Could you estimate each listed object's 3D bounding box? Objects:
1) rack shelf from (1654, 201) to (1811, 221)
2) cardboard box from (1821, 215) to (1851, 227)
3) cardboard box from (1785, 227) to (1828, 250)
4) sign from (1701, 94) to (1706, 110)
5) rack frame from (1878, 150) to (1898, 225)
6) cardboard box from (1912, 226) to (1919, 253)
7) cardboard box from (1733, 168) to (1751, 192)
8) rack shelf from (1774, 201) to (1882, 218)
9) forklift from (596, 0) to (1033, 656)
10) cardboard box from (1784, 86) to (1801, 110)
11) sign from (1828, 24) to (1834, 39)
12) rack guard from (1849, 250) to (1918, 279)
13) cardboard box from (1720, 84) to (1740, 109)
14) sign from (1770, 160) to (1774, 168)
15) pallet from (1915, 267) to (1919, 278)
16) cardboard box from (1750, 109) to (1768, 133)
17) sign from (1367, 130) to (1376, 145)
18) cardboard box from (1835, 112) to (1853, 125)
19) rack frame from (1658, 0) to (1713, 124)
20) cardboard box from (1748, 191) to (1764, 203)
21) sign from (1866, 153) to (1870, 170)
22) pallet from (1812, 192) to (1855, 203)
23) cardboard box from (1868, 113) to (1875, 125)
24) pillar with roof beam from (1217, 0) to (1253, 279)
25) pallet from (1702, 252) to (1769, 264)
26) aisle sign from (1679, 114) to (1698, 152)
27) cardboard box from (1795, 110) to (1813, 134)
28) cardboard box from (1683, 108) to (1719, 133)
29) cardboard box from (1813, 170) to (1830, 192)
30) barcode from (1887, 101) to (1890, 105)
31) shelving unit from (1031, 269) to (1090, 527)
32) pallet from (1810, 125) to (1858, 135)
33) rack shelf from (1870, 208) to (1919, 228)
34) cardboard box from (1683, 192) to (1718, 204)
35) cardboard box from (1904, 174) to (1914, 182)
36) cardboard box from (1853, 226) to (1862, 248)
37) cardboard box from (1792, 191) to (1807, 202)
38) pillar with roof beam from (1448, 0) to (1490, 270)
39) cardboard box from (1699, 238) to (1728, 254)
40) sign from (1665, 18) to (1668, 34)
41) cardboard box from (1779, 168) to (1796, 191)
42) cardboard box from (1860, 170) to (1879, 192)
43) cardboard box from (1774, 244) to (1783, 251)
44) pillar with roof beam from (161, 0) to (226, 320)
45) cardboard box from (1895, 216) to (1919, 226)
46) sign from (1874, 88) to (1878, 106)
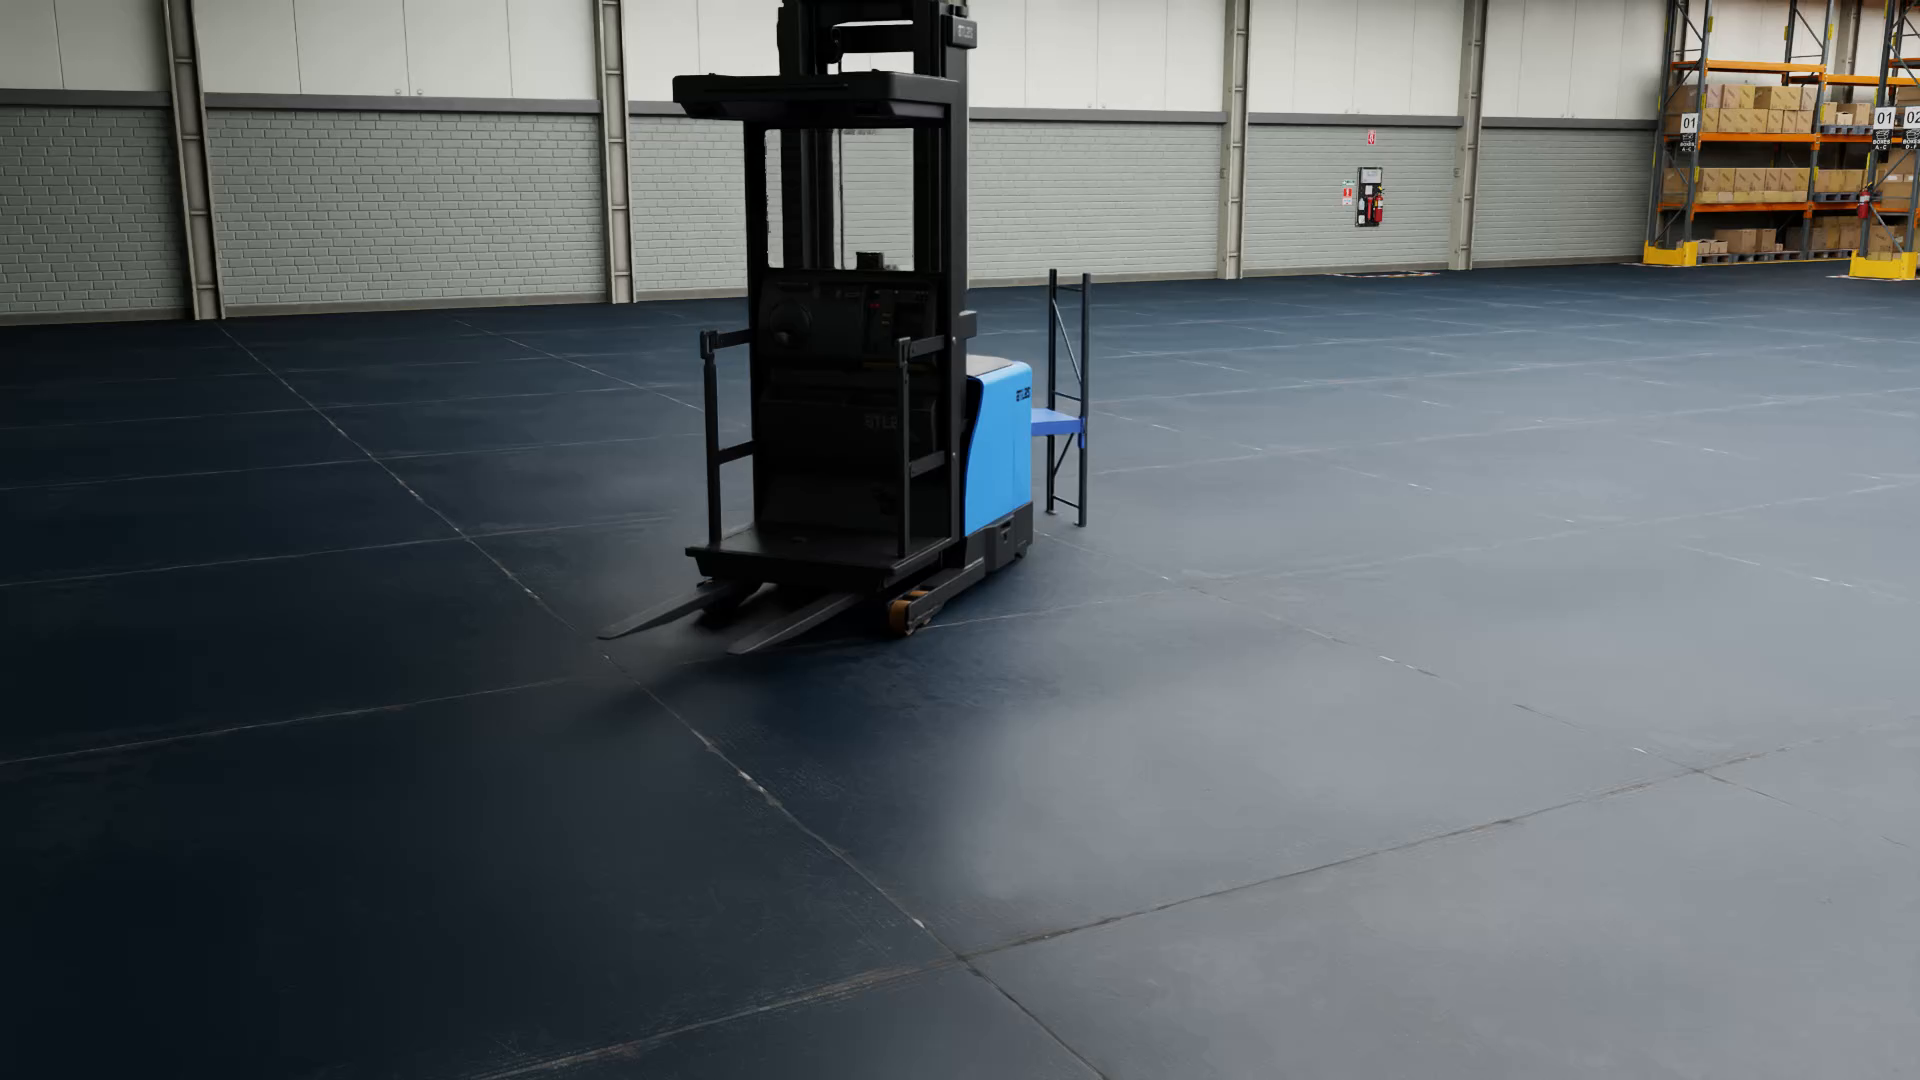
[{"bbox_3d":[17.262,-7.372,37.173,4.000,0.370,1.077,-7,14,-28],"label":"rack shelf"},{"bbox_3d":[20.496,-7.477,38.986,0.500,0.250,0.500,-7,15,-29],"label":"cardboard box"},{"bbox_3d":[19.656,-7.009,38.614,0.500,0.500,0.700,-6,14,-26],"label":"cardboard box"},{"bbox_3d":[15.767,-9.298,35.269,0.005,0.325,0.100,-7,14,-28],"label":"sign"},{"bbox_3d":[22.529,-8.354,39.899,0.127,3.000,1.000,-7,14,-28],"label":"rack frame"},{"bbox_3d":[18.899,-5.854,32.388,0.500,0.500,0.500,-7,14,-28],"label":"cardboard box"},{"bbox_3d":[16.965,-7.911,36.516,0.500,0.500,0.500,-7,15,-30],"label":"cardboard box"},{"bbox_3d":[20.773,-7.793,39.043,4.000,0.370,1.077,-7,14,-28],"label":"rack shelf"},{"bbox_3d":[-0.617,-1.095,7.798,1.130,2.935,3.031,5,14,21],"label":"forklift"},{"bbox_3d":[18.229,-9.778,36.844,0.500,0.500,0.500,-6,14,-25],"label":"cardboard box"},{"bbox_3d":[19.261,-11.248,36.786,0.005,0.325,0.100,-7,14,-28],"label":"sign"},{"bbox_3d":[17.862,-5.336,32.182,0.348,0.500,1.175,-7,14,-28],"label":"rack guard"},{"bbox_3d":[16.426,-9.559,35.870,0.500,0.500,0.500,-7,14,-29],"label":"cardboard box"},{"bbox_3d":[18.749,-8.605,38.376,0.005,0.325,0.100,-7,14,-28],"label":"sign"},{"bbox_3d":[18.535,-5.287,32.619,1.213,0.211,1.003,-7,14,-28],"label":"pallet"},{"bbox_3d":[17.322,-9.187,36.494,0.500,0.500,0.500,-6,14,-24],"label":"cardboard box"},{"bbox_3d":[8.198,-8.018,33.127,0.199,0.298,0.001,-7,14,-28],"label":"sign"},{"bbox_3d":[20.076,-9.665,38.138,0.500,0.311,0.500,-6,14,-26],"label":"cardboard box"},{"bbox_3d":[15.507,-10.439,35.501,0.127,3.000,1.000,-7,14,-28],"label":"rack frame"},{"bbox_3d":[17.431,-7.602,36.852,0.500,0.250,0.500,-7,14,-27],"label":"cardboard box"},{"bbox_3d":[17.636,-7.345,32.237,0.005,0.325,0.100,-7,14,-28],"label":"sign"},{"bbox_3d":[19.758,-7.892,38.283,1.213,0.211,1.003,-7,14,-28],"label":"pallet"},{"bbox_3d":[21.346,-9.759,39.029,0.637,0.503,0.797,-5,14,-20],"label":"cardboard box"},{"bbox_3d":[7.237,-8.588,27.273,0.400,9.000,9.100,-7,14,-28],"label":"pillar with roof beam"},{"bbox_3d":[17.373,-6.366,37.417,1.213,0.211,1.003,-7,14,-28],"label":"pallet"},{"bbox_3d":[15.587,-8.716,35.583,0.004,0.787,0.394,-7,14,-28],"label":"aisle sign"},{"bbox_3d":[18.691,-9.354,37.238,0.500,0.500,0.500,-6,14,-26],"label":"cardboard box"},{"bbox_3d":[15.920,-9.022,35.759,0.500,0.500,0.500,-6,14,-26],"label":"cardboard box"},{"bbox_3d":[19.481,-8.244,38.179,0.500,0.500,0.700,-7,14,-28],"label":"cardboard box"},{"bbox_3d":[17.917,-8.430,32.080,0.075,0.075,0.001,-7,14,-28],"label":"barcode"},{"bbox_3d":[0.178,-0.822,9.845,1.048,1.500,0.538,-5,14,-21],"label":"shelving unit"},{"bbox_3d":[19.611,-9.350,37.918,1.003,0.211,1.213,-7,14,-28],"label":"pallet"},{"bbox_3d":[19.639,-6.418,32.933,4.000,0.370,1.077,-7,14,-28],"label":"rack shelf"},{"bbox_3d":[16.087,-7.439,36.130,0.500,0.250,0.500,-7,15,-29],"label":"cardboard box"},{"bbox_3d":[18.331,-6.923,31.836,0.250,0.149,0.380,-7,14,-28],"label":"cardboard box"},{"bbox_3d":[20.991,-7.174,39.346,0.500,0.500,0.700,-7,14,-28],"label":"cardboard box"},{"bbox_3d":[18.747,-7.762,37.562,0.500,0.250,0.500,-7,14,-28],"label":"cardboard box"},{"bbox_3d":[12.503,-9.219,30.077,0.400,9.000,9.100,-7,14,-28],"label":"pillar with roof beam"},{"bbox_3d":[16.658,-6.531,36.919,0.500,0.311,0.500,-6,14,-23],"label":"cardboard box"},{"bbox_3d":[15.259,-11.081,35.865,0.005,0.325,0.100,-7,14,-28],"label":"sign"},{"bbox_3d":[18.316,-8.073,37.237,0.500,0.500,0.500,-7,14,-28],"label":"cardboard box"},{"bbox_3d":[21.038,-8.431,39.010,0.500,0.500,0.700,-7,14,-28],"label":"cardboard box"},{"bbox_3d":[18.562,-6.704,38.016,0.250,0.166,0.380,-9,16,-35],"label":"cardboard box"},{"bbox_3d":[-8.563,-6.694,18.858,0.400,9.000,9.100,-7,14,-28],"label":"pillar with roof beam"},{"bbox_3d":[23.237,-7.562,40.320,0.750,0.750,0.750,-7,14,-29],"label":"cardboard box"},{"bbox_3d":[17.636,-8.521,31.972,0.005,0.325,0.100,-7,14,-28],"label":"sign"}]
